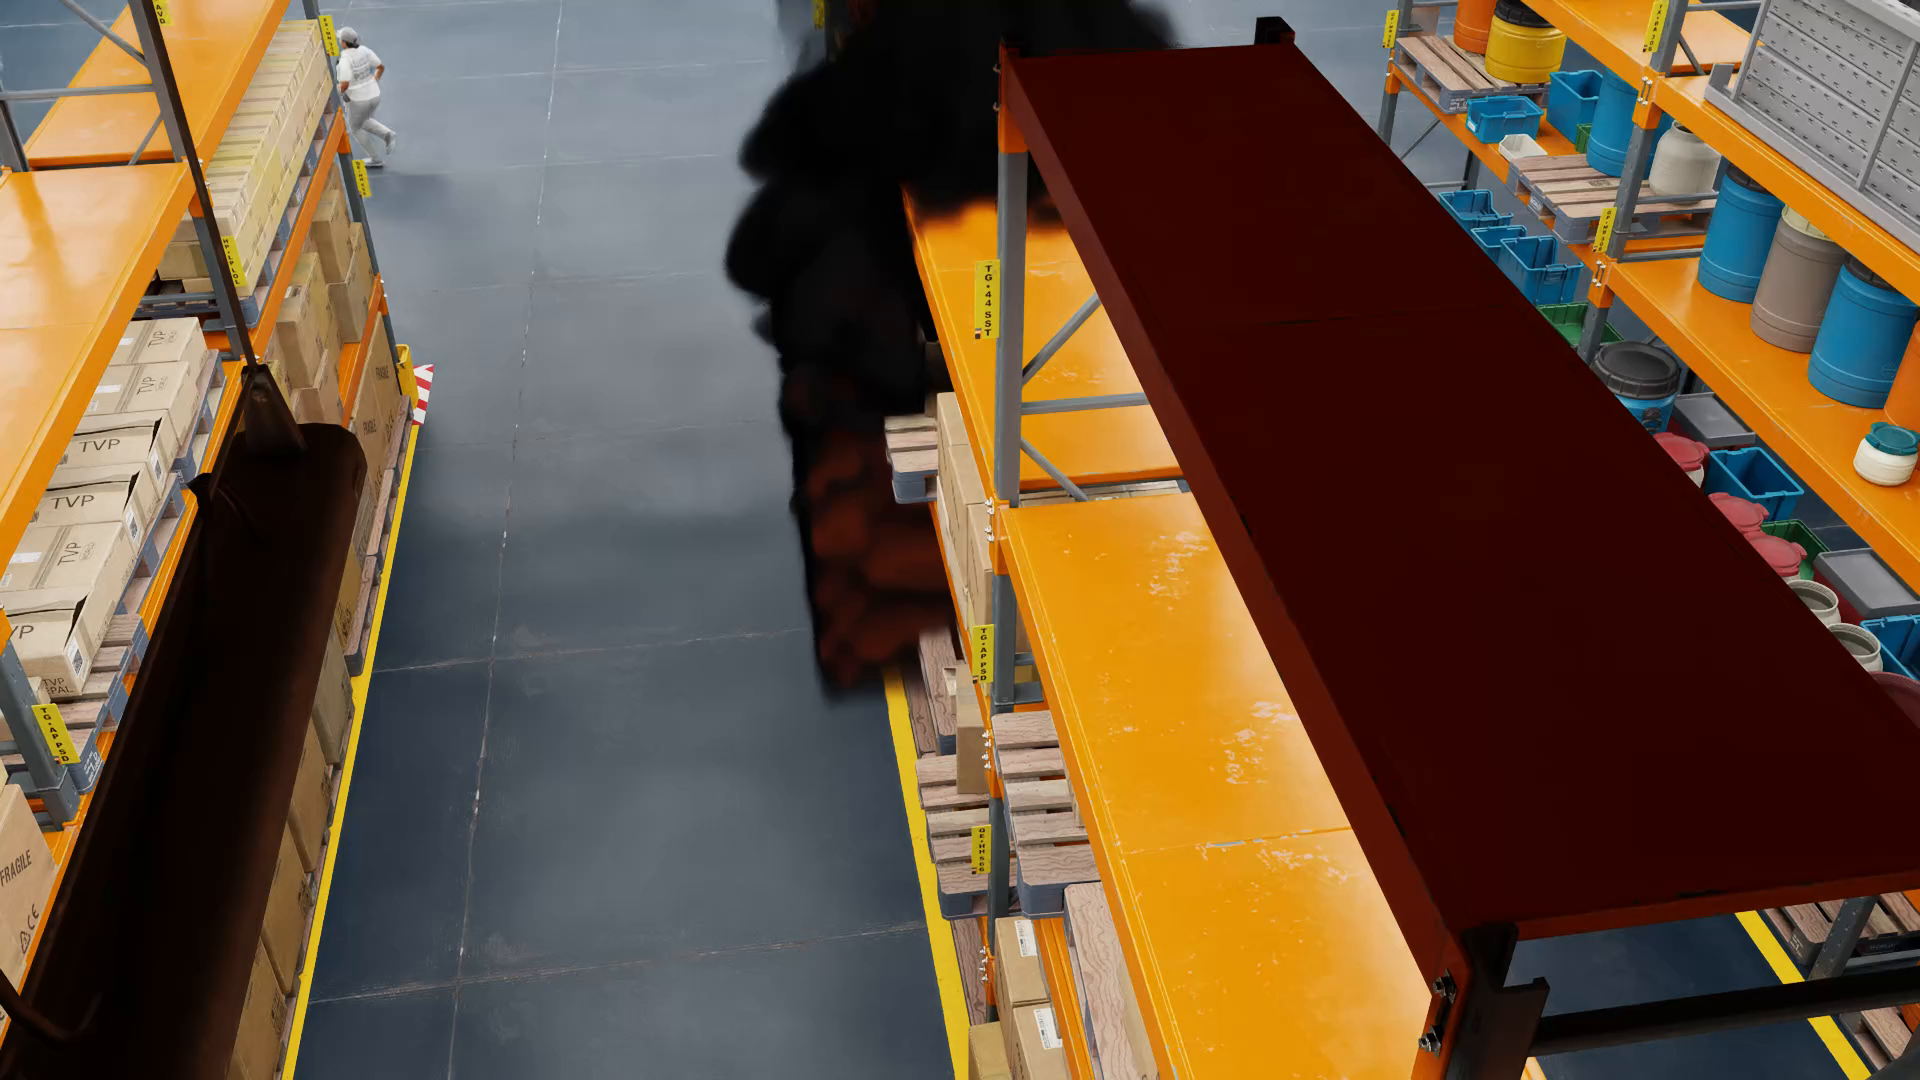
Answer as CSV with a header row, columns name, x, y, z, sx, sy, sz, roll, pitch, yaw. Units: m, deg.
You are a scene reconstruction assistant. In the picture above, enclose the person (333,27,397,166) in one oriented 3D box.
name,x,y,z,sx,sy,sz,roll,pitch,yaw
person,-6.842,-5.053,18.976,0.549,1.623,0.608,14,39,18
